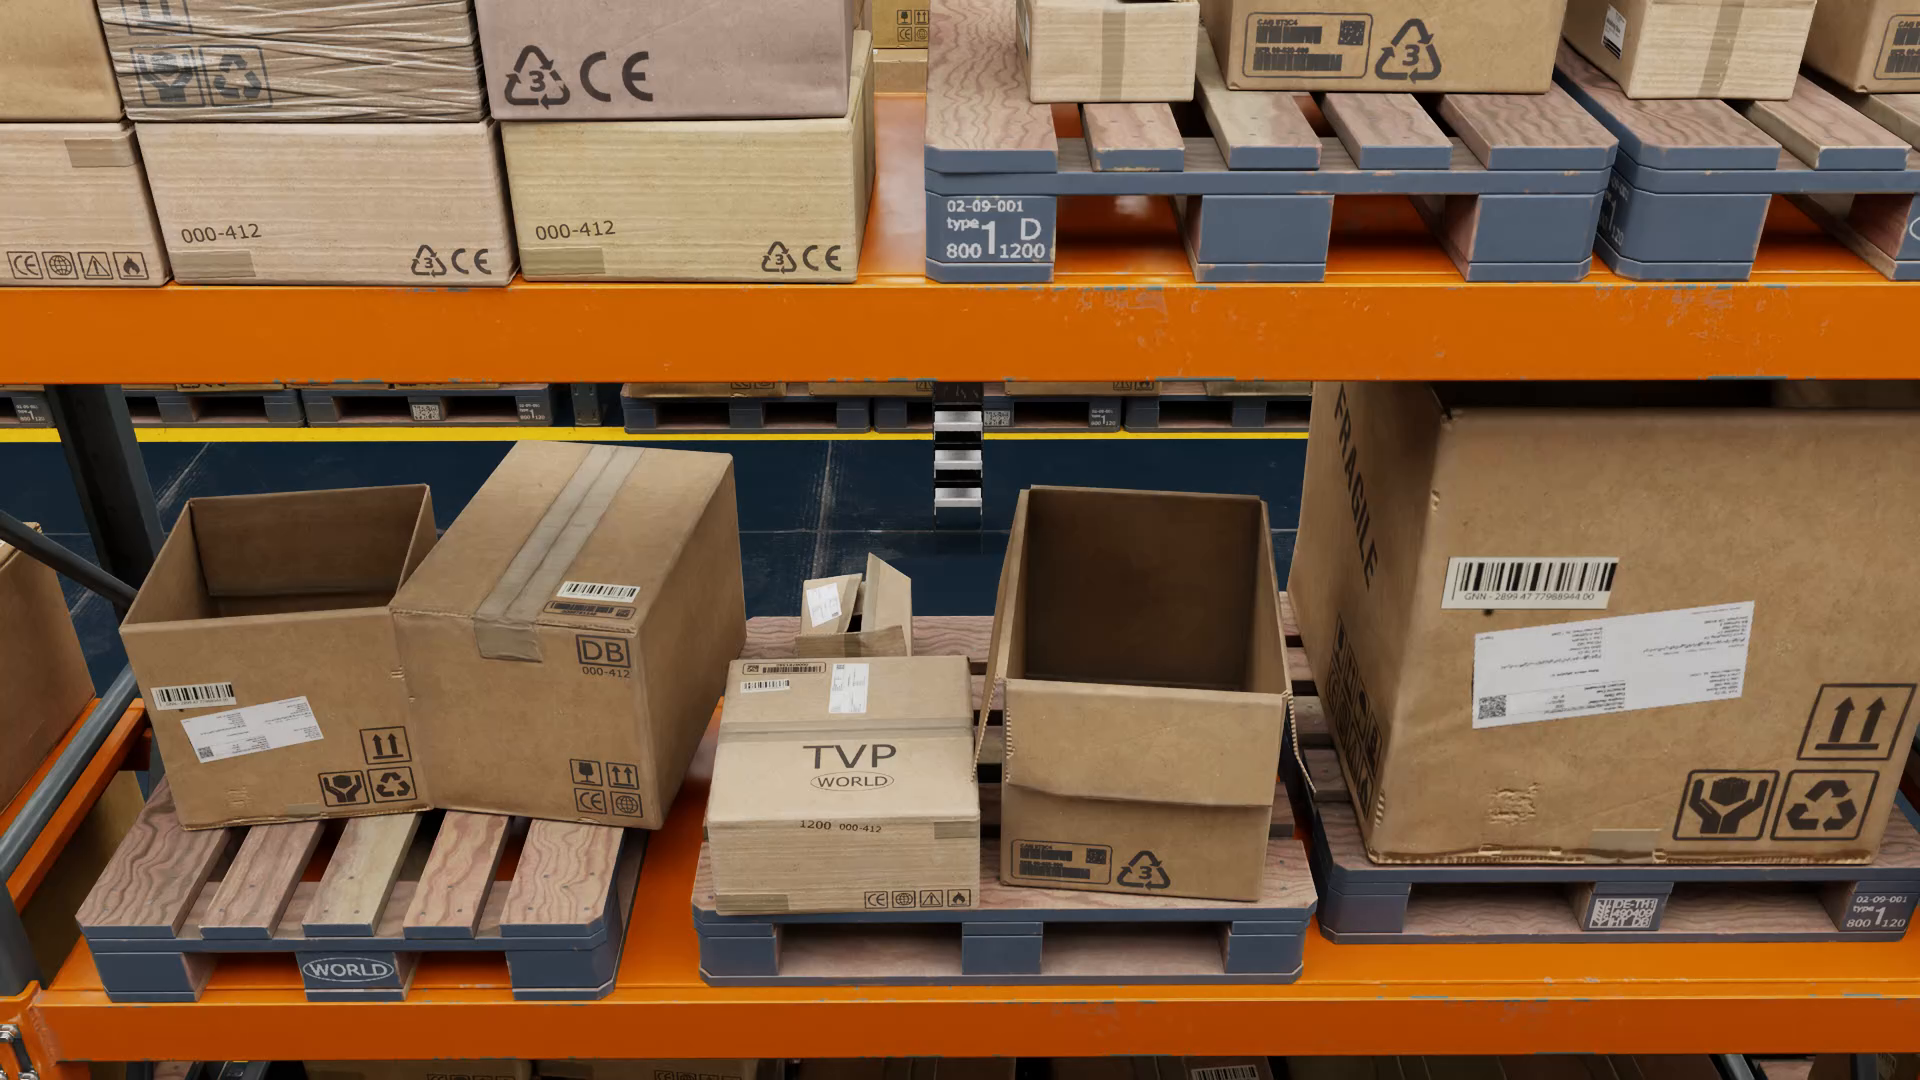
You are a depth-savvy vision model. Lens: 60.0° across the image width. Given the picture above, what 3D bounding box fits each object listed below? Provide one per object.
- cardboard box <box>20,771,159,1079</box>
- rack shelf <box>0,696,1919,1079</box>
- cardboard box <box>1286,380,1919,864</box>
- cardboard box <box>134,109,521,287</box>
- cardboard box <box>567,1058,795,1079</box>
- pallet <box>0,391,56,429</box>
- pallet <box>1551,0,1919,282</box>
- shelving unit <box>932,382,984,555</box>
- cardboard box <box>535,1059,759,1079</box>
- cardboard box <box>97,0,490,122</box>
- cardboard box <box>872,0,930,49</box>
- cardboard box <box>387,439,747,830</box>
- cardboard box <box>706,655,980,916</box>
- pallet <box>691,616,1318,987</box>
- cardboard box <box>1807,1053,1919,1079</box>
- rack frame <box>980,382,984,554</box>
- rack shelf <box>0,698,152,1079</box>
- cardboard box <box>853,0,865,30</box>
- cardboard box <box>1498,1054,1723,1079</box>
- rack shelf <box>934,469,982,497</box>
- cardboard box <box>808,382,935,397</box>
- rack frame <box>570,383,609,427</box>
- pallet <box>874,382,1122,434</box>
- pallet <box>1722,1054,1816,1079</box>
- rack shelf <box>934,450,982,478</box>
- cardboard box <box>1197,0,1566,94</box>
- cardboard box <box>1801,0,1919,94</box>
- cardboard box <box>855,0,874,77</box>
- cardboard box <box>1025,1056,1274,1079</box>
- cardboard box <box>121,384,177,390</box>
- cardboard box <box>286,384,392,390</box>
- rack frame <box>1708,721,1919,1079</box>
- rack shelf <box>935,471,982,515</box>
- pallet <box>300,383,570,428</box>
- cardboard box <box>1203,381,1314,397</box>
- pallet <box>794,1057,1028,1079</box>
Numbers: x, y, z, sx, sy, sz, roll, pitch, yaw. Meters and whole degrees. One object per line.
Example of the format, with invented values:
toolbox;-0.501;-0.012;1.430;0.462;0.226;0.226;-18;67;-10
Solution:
cardboard box;-2.589;1.199;4.026;0.875;0.875;1.225;-2;31;-3
rack shelf;0.101;0.780;3.767;4.000;0.370;1.077;0;31;0
cardboard box;1.306;-0.040;3.441;1.000;1.000;1.000;0;31;0
cardboard box;-0.914;-0.611;2.618;0.500;0.250;0.500;1;31;1
cardboard box;-0.674;1.338;4.138;0.500;0.500;0.700;-3;31;-4
pallet;-5.049;-0.893;8.519;1.213;0.211;1.003;0;31;0
pallet;1.483;-0.789;2.949;1.003;0.211;1.213;0;31;0
shelving unit;-0.008;-0.385;7.017;0.210;0.900;0.258;0;31;0
cardboard box;-0.699;1.014;3.950;0.500;0.250;0.500;3;31;5
cardboard box;-0.920;-0.928;2.418;0.500;0.500;0.500;0;31;0
cardboard box;-0.360;-2.566;7.527;0.500;0.500;0.700;-1;31;-1
cardboard box;-0.801;0.180;3.560;0.500;0.500;0.700;4;32;7
cardboard box;-0.221;0.477;3.312;0.500;0.250;0.500;-1;31;-2
pallet;0.081;0.533;3.665;1.213;0.211;1.003;0;31;0
cardboard box;2.501;1.375;4.098;0.500;0.500;0.500;-1;31;-2
rack frame;0.094;-0.385;7.017;0.006;0.900;0.240;0;31;0
rack shelf;-3.899;0.792;3.746;4.000;0.370;1.077;0;31;0
cardboard box;-0.415;-1.193;2.854;0.500;0.500;0.500;0;31;1
cardboard box;1.487;1.337;4.140;0.500;0.500;0.700;-2;31;-4
rack shelf;-0.008;-0.279;7.081;0.200;0.077;0.258;0;31;0
cardboard box;-0.344;-1.272;8.219;0.750;0.750;1.050;0;31;0
rack frame;-1.828;-2.095;7.811;0.127;3.000;1.000;0;31;0
pallet;0.178;-0.868;8.477;1.213;0.211;1.003;0;31;0
pallet;2.773;1.638;4.347;1.213;0.211;1.003;0;31;0
rack shelf;-0.008;-0.356;7.034;0.200;0.077;0.258;0;31;0
cardboard box;0.688;-1.087;2.753;0.637;0.503;0.797;1;31;2
cardboard box;1.631;-1.090;2.759;0.637;0.503;0.797;-2;31;-3
cardboard box;-0.427;-0.877;3.057;0.500;0.250;0.500;1;31;1
cardboard box;0.451;1.331;4.150;0.500;0.500;0.700;-3;31;-5
cardboard box;-4.034;-1.069;8.125;0.500;0.500;0.500;0;31;1
cardboard box;-3.003;-1.068;8.124;0.500;0.500;0.500;1;31;2
rack frame;2.101;0.466;3.590;0.127;3.000;1.000;0;31;0
rack shelf;-0.008;-0.202;7.127;0.200;0.077;0.258;0;31;0
pallet;-2.609;-0.901;8.531;1.213;0.211;1.003;0;31;0
cardboard box;1.552;-1.276;8.226;0.750;0.750;1.050;0;31;-1
pallet;0.100;1.667;4.300;1.213;0.211;1.003;0;31;0
